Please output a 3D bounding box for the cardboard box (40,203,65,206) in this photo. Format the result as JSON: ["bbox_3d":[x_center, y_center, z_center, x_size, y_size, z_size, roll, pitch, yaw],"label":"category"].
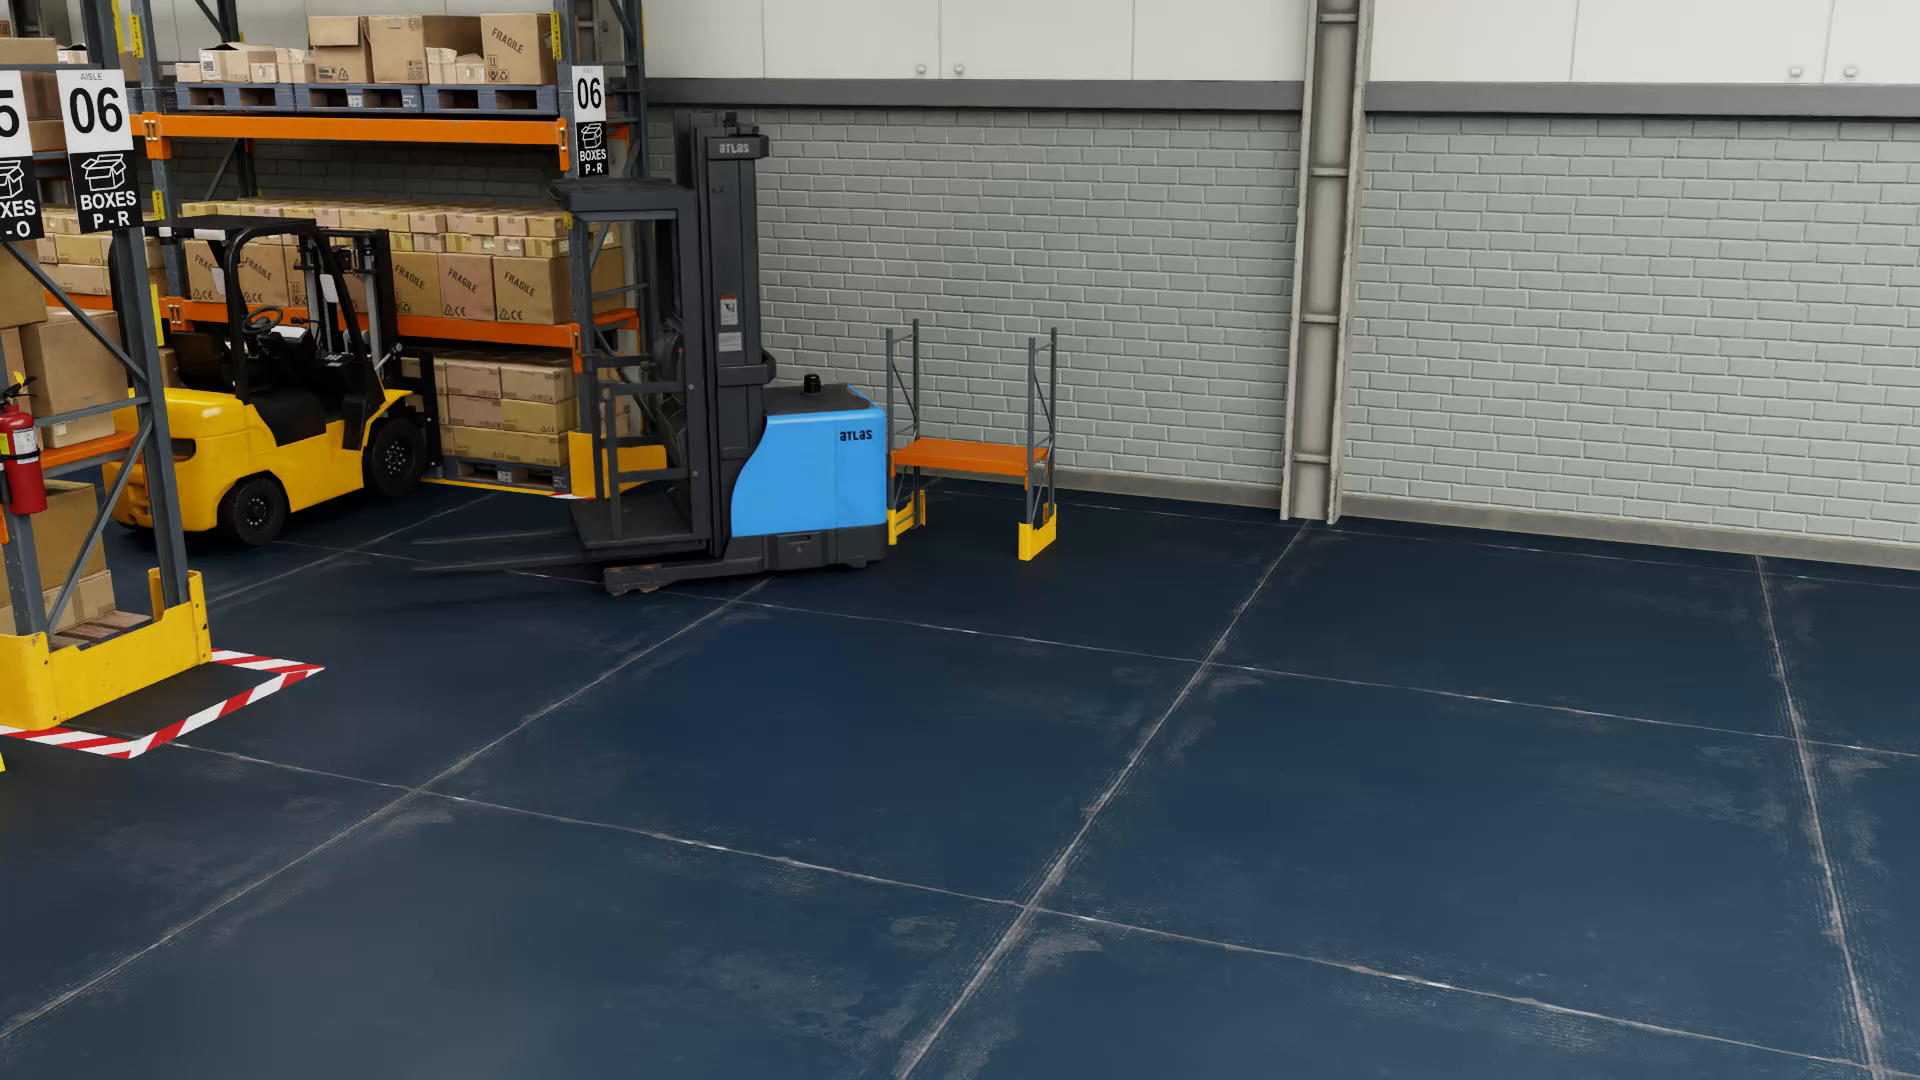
[{"bbox_3d":[-8.509,-3.022,15.362,0.250,0.149,0.380,6,17,20],"label":"cardboard box"}]

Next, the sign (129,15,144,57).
[{"bbox_3d":[-6.589,-4.031,13.305,0.005,0.325,0.100,6,17,21],"label":"sign"}]

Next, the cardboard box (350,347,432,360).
[{"bbox_3d":[-4.639,-1.404,13.516,0.500,0.250,0.500,6,17,20],"label":"cardboard box"}]

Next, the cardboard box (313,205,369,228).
[{"bbox_3d":[-4.984,-2.614,13.421,0.250,0.149,0.380,6,17,20],"label":"cardboard box"}]

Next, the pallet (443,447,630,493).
[{"bbox_3d":[-3.404,-0.652,13.539,1.213,0.211,1.003,6,17,21],"label":"pallet"}]

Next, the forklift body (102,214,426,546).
[{"bbox_3d":[-5.111,-1.236,12.075,1.214,2.155,2.313,6,17,21],"label":"forklift body"}]

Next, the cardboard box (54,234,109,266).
[{"bbox_3d":[-7.431,-2.535,14.398,0.500,0.250,0.500,6,17,19],"label":"cardboard box"}]

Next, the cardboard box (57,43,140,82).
[{"bbox_3d":[-7.161,-3.991,13.887,0.500,0.311,0.500,6,17,19],"label":"cardboard box"}]

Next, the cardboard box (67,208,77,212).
[{"bbox_3d":[-7.814,-2.928,15.035,0.250,0.149,0.380,6,17,20],"label":"cardboard box"}]

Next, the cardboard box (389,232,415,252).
[{"bbox_3d":[-4.305,-2.370,13.116,0.250,0.149,0.380,6,17,21],"label":"cardboard box"}]

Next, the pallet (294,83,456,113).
[{"bbox_3d":[-4.465,-3.525,13.213,1.213,0.211,1.003,6,17,21],"label":"pallet"}]

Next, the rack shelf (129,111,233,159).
[{"bbox_3d":[-8.259,-3.632,14.715,4.000,0.370,1.077,6,17,21],"label":"rack shelf"}]

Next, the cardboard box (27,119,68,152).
[{"bbox_3d":[-4.685,-2.074,8.506,0.250,0.149,0.380,6,17,21],"label":"cardboard box"}]

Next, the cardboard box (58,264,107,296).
[{"bbox_3d":[-7.433,-2.294,14.465,0.500,0.250,0.500,6,17,20],"label":"cardboard box"}]

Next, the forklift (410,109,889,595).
[{"bbox_3d":[-2.045,-1.225,10.636,3.031,2.935,1.130,-5,17,-17],"label":"forklift"}]

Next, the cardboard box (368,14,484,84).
[{"bbox_3d":[-4.095,-3.774,12.802,0.500,0.500,0.700,6,17,21],"label":"cardboard box"}]

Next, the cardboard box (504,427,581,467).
[{"bbox_3d":[-3.231,-0.771,13.126,0.500,0.250,0.500,6,17,21],"label":"cardboard box"}]

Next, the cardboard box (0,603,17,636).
[{"bbox_3d":[-5.369,0.468,8.860,0.500,0.250,0.500,6,17,20],"label":"cardboard box"}]

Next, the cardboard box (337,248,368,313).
[{"bbox_3d":[-4.660,-2.110,13.382,0.500,0.500,0.500,6,17,21],"label":"cardboard box"}]

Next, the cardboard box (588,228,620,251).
[{"bbox_3d":[-2.898,-2.385,13.165,0.250,0.149,0.380,6,17,19],"label":"cardboard box"}]

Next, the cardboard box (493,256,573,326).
[{"bbox_3d":[-3.232,-1.953,12.843,0.500,0.500,0.500,6,17,19],"label":"cardboard box"}]

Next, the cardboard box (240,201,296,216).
[{"bbox_3d":[-5.694,-2.698,13.711,0.250,0.149,0.380,6,17,20],"label":"cardboard box"}]

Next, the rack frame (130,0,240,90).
[{"bbox_3d":[-6.399,-5.213,13.491,0.127,3.000,1.000,6,17,21],"label":"rack frame"}]

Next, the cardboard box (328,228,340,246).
[{"bbox_3d":[-5.019,-2.453,13.399,0.250,0.149,0.380,6,17,19],"label":"cardboard box"}]

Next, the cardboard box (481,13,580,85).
[{"bbox_3d":[-3.179,-3.644,12.352,0.500,0.500,0.500,7,18,22],"label":"cardboard box"}]

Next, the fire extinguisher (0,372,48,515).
[{"bbox_3d":[-4.558,-0.467,8.041,0.183,0.674,0.296,6,17,21],"label":"fire extinguisher"}]

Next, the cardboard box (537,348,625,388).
[{"bbox_3d":[-3.055,-1.383,13.442,0.500,0.250,0.500,6,17,20],"label":"cardboard box"}]

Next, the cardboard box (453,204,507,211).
[{"bbox_3d":[-3.873,-2.624,13.455,0.250,0.149,0.380,7,18,22],"label":"cardboard box"}]

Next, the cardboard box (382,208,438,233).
[{"bbox_3d":[-4.312,-2.512,13.071,0.250,0.149,0.380,7,17,22],"label":"cardboard box"}]

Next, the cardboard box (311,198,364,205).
[{"bbox_3d":[-5.266,-2.811,14.100,0.250,0.149,0.380,6,17,20],"label":"cardboard box"}]

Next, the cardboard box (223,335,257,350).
[{"bbox_3d":[-6.064,-1.563,14.062,0.500,0.250,0.500,6,17,20],"label":"cardboard box"}]

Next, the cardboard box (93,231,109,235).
[{"bbox_3d":[-7.253,-2.730,14.353,0.250,0.149,0.380,6,17,21],"label":"cardboard box"}]

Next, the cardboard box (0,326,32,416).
[{"bbox_3d":[-5.101,-0.810,8.372,0.500,0.500,0.500,6,17,20],"label":"cardboard box"}]

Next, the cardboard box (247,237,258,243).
[{"bbox_3d":[-5.705,-2.546,13.719,0.250,0.149,0.380,6,17,21],"label":"cardboard box"}]

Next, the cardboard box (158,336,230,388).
[{"bbox_3d":[-6.888,-1.444,14.774,0.625,0.625,0.875,7,18,23],"label":"cardboard box"}]

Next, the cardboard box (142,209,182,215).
[{"bbox_3d":[-7.109,-2.850,14.769,0.250,0.149,0.380,6,17,20],"label":"cardboard box"}]

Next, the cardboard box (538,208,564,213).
[{"bbox_3d":[-3.136,-2.559,13.231,0.250,0.149,0.380,7,18,23],"label":"cardboard box"}]

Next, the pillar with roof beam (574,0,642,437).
[{"bbox_3d":[-4.574,-3.993,9.286,0.400,9.000,9.100,6,17,21],"label":"pillar with roof beam"}]

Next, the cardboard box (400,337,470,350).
[{"bbox_3d":[-4.457,-1.541,13.987,0.500,0.250,0.500,6,17,20],"label":"cardboard box"}]

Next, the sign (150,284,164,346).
[{"bbox_3d":[-4.297,-1.192,8.847,0.005,0.325,0.100,6,17,21],"label":"sign"}]

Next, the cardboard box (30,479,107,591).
[{"bbox_3d":[-5.167,-0.033,9.242,0.500,0.500,0.500,6,17,19],"label":"cardboard box"}]

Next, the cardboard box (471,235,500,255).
[{"bbox_3d":[-3.571,-2.306,12.895,0.250,0.149,0.380,7,17,22],"label":"cardboard box"}]

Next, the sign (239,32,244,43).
[{"bbox_3d":[-6.196,-4.203,14.323,0.005,0.325,0.100,6,17,21],"label":"sign"}]

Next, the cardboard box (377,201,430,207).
[{"bbox_3d":[-4.587,-2.707,13.742,0.250,0.149,0.380,7,18,22],"label":"cardboard box"}]

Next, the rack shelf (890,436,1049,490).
[{"bbox_3d":[0.079,-0.539,11.485,1.000,0.185,0.538,6,17,21],"label":"rack shelf"}]

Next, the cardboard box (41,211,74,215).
[{"bbox_3d":[-7.998,-2.792,14.569,0.250,0.149,0.380,6,17,21],"label":"cardboard box"}]

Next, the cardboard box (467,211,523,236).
[{"bbox_3d":[-3.582,-2.445,12.837,0.250,0.149,0.380,7,17,22],"label":"cardboard box"}]

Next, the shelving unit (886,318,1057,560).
[{"bbox_3d":[0.071,-0.712,11.438,1.083,1.500,0.587,6,17,21],"label":"shelving unit"}]

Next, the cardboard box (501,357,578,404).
[{"bbox_3d":[-3.220,-1.251,12.987,0.500,0.250,0.500,7,18,22],"label":"cardboard box"}]

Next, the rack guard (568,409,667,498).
[{"bbox_3d":[-2.655,-0.720,13.258,0.348,0.500,1.175,6,17,21],"label":"rack guard"}]

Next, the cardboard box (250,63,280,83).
[{"bbox_3d":[-5.378,-3.699,13.172,0.250,0.149,0.380,7,18,22],"label":"cardboard box"}]

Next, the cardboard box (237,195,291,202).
[{"bbox_3d":[-5.991,-2.881,14.339,0.250,0.149,0.380,6,17,21],"label":"cardboard box"}]

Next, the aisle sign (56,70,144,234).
[{"bbox_3d":[-4.324,-1.958,8.375,0.004,0.787,0.394,6,17,21],"label":"aisle sign"}]

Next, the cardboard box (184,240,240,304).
[{"bbox_3d":[-6.082,-2.267,13.924,0.500,0.500,0.500,6,17,19],"label":"cardboard box"}]

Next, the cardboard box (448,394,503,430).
[{"bbox_3d":[-3.708,-1.067,13.252,0.500,0.250,0.500,6,17,20],"label":"cardboard box"}]

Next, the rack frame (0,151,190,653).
[{"bbox_3d":[-4.495,-0.636,8.483,0.127,3.000,1.000,6,17,21],"label":"rack frame"}]

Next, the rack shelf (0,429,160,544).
[{"bbox_3d":[-6.356,-0.495,9.288,4.000,0.370,1.077,6,17,21],"label":"rack shelf"}]
